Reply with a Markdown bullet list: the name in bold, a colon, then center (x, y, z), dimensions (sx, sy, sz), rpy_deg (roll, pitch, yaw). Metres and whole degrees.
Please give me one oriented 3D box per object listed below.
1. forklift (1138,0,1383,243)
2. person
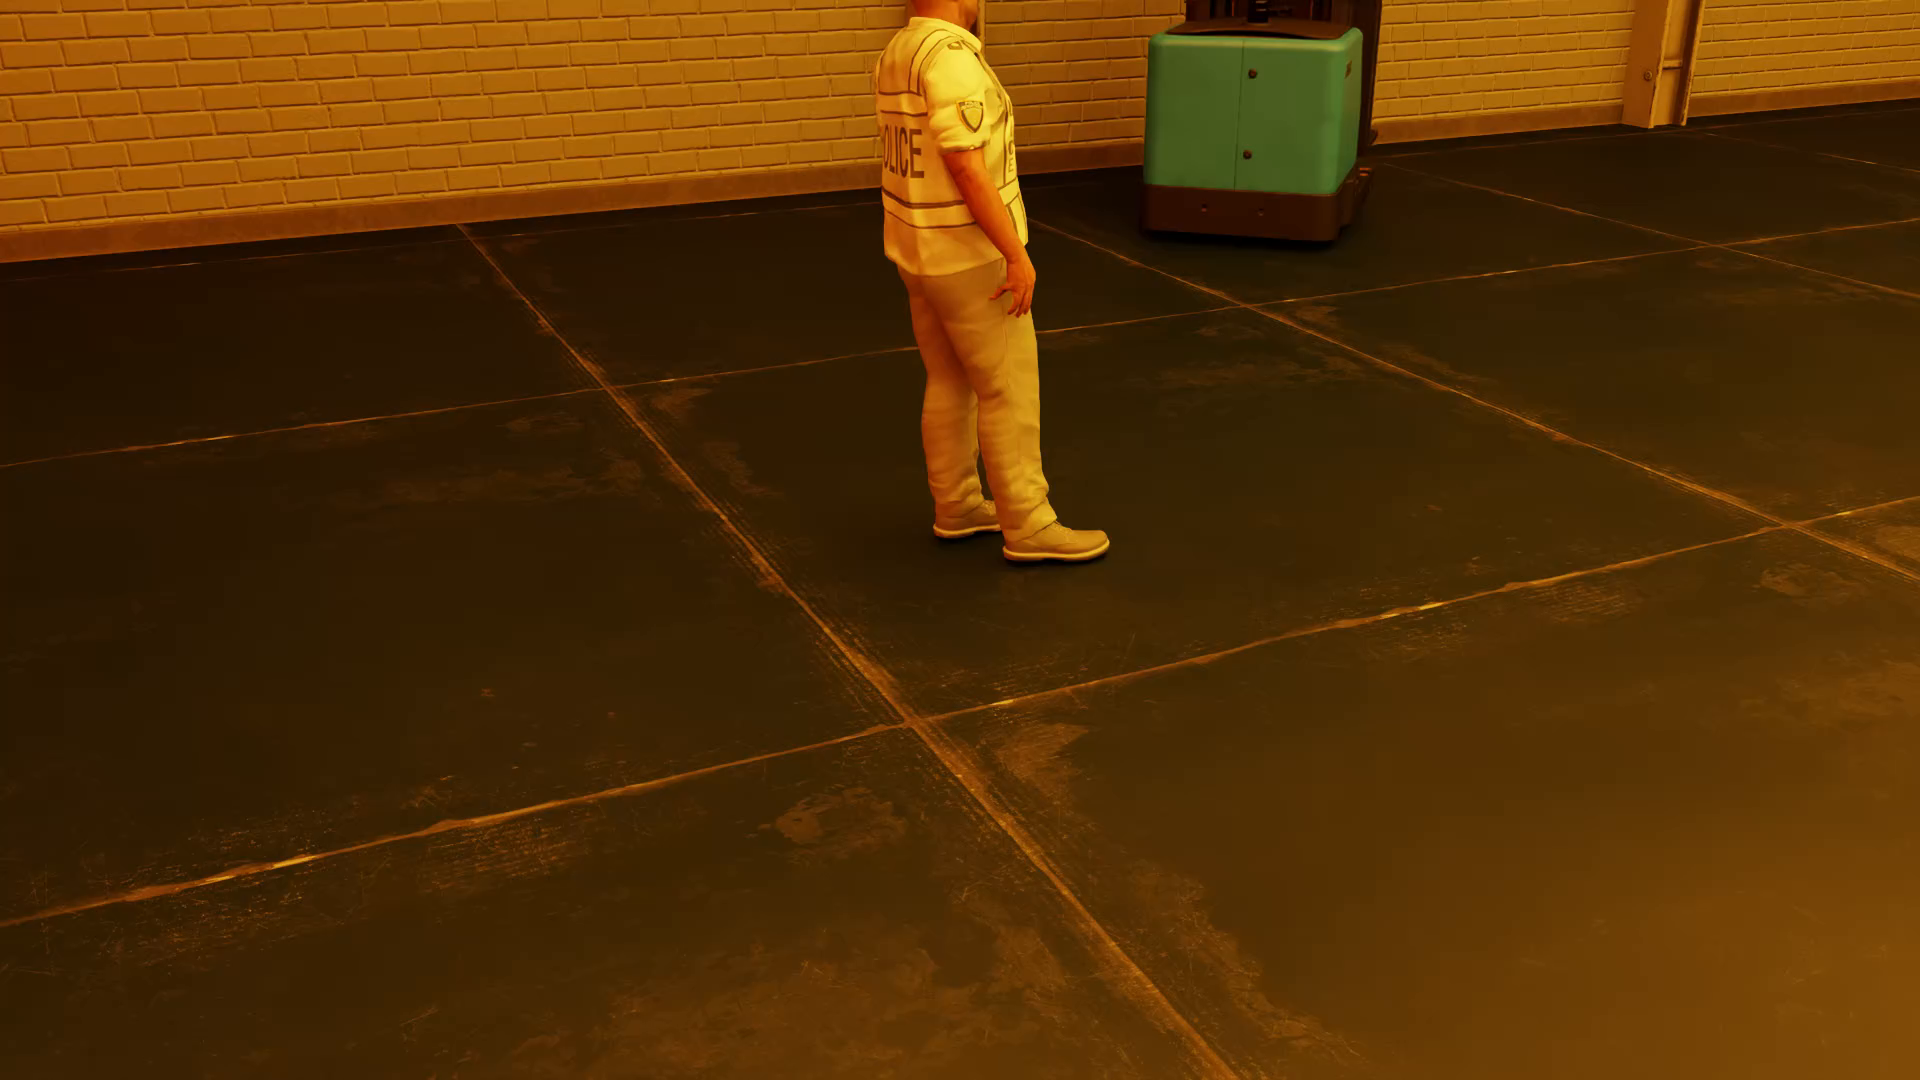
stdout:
- **forklift**: center (1.917, -3.447, 9.583), dimensions (1.130, 2.935, 3.031), rpy_deg (7, 24, 17)
- **person**: center (0.076, -0.839, 4.783), dimensions (0.573, 1.780, 0.641), rpy_deg (-10, 25, -23)
